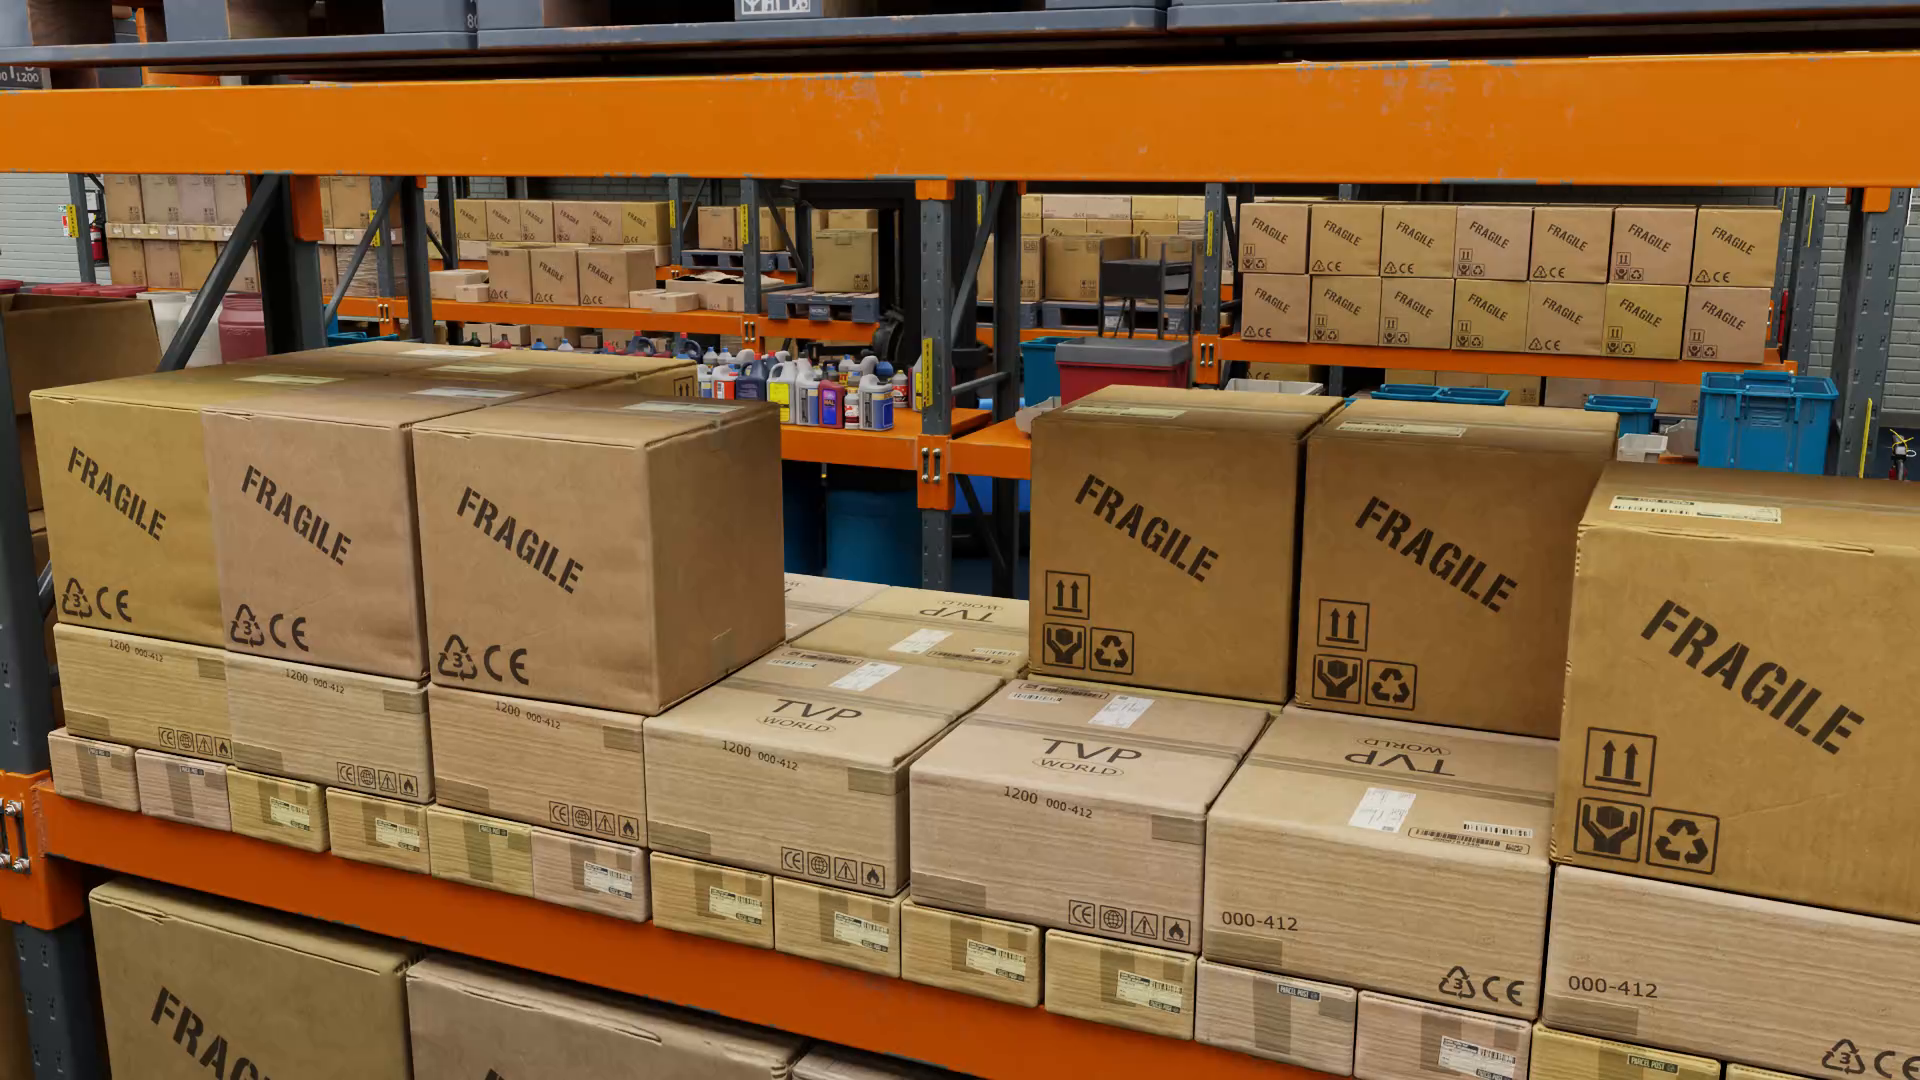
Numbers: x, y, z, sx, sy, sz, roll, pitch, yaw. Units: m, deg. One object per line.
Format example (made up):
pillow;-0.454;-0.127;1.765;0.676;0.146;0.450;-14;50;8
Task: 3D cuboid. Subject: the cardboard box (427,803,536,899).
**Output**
cardboard box;-0.846;0.560;3.351;0.250;0.149;0.380;6;14;22

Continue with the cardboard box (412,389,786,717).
cardboard box;-0.679;0.000;3.223;0.500;0.500;0.500;5;14;21

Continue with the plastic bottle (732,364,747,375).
plastic bottle;-1.185;-0.804;8.897;0.097;0.271;0.097;0;13;0

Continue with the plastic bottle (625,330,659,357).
plastic bottle;-1.873;-1.058;9.806;0.185;0.351;0.144;6;14;23

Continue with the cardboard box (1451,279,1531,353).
cardboard box;3.825;-1.628;11.908;0.500;0.500;0.500;6;14;22

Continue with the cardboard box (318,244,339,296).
cardboard box;-6.130;-2.700;16.476;0.500;0.500;0.700;6;14;23

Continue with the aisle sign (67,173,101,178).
aisle sign;-9.078;-4.142;17.149;0.004;0.787;0.394;6;14;23

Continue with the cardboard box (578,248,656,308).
cardboard box;-3.120;-2.394;15.174;0.500;0.500;0.500;5;14;20

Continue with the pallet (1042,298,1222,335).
pallet;1.391;-1.827;13.395;1.213;0.211;1.003;6;14;23

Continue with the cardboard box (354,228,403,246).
cardboard box;-5.572;-2.909;15.947;0.250;0.149;0.380;6;14;23

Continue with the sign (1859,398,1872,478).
sign;3.517;-0.382;6.461;0.005;0.325;0.100;6;14;23

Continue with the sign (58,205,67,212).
sign;-14.094;-5.223;26.208;0.331;0.109;0.001;6;14;23

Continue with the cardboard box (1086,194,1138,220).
cardboard box;1.684;-3.606;18.002;0.500;0.250;0.500;6;14;24

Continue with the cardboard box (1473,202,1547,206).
cardboard box;4.035;-2.226;12.268;0.500;0.500;0.500;6;14;23

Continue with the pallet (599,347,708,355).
pallet;-3.862;-2.296;21.078;1.213;0.211;1.003;6;14;23

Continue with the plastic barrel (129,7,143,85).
plastic barrel;-5.498;-3.111;10.785;0.708;0.901;0.600;6;14;23

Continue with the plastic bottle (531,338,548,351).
plastic bottle;-2.560;-1.095;10.136;0.097;0.271;0.097;0;13;0

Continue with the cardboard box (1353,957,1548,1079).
cardboard box;0.791;0.726;2.645;0.250;0.149;0.380;6;14;23

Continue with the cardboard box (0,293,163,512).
cardboard box;-2.526;-0.349;4.263;0.637;0.503;0.797;5;14;22

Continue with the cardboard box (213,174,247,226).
cardboard box;-7.022;-3.423;16.719;0.500;0.500;0.700;6;14;23

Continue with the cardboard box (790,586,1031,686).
cardboard box;-0.026;0.301;3.581;0.500;0.250;0.500;5;14;22

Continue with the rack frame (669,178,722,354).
rack frame;-3.234;-3.599;20.526;0.127;3.000;1.000;6;14;23

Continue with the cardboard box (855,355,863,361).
cardboard box;-0.576;-1.514;14.510;0.500;0.250;0.500;6;15;25

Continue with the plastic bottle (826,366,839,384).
plastic bottle;-0.720;-0.874;9.350;0.097;0.201;0.097;0;13;0

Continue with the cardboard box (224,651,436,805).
cardboard box;-1.162;0.318;3.509;0.500;0.250;0.500;6;14;23

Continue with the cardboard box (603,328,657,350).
cardboard box;-4.199;-2.684;21.135;0.500;0.500;0.500;5;14;19

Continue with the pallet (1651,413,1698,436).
pallet;6.975;-1.189;16.359;1.213;0.211;1.003;6;14;23

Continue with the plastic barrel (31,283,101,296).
plastic barrel;-5.790;-1.394;10.831;0.433;0.535;0.433;0;13;0

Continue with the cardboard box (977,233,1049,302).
cardboard box;0.437;-2.227;13.543;0.500;0.500;0.700;2;13;9

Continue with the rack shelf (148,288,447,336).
rack shelf;-7.065;-2.399;16.986;4.000;0.370;1.077;6;14;23

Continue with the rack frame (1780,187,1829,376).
rack frame;5.735;-1.454;11.384;0.127;3.000;1.000;6;14;23

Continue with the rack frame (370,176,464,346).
rack frame;-5.237;-2.564;16.115;0.127;3.000;1.000;6;14;23

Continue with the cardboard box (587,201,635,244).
cardboard box;-4.250;-3.925;20.558;0.500;0.500;0.500;6;14;23

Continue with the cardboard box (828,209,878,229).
cardboard box;-1.159;-3.644;19.535;0.500;0.500;0.700;6;14;23

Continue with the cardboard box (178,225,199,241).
cardboard box;-7.678;-3.122;16.855;0.250;0.149;0.380;5;14;21

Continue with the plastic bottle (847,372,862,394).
plastic bottle;-0.569;-0.821;9.124;0.097;0.201;0.097;0;13;0

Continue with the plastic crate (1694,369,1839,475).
plastic crate;3.343;-0.458;6.931;0.499;0.435;0.616;6;14;23

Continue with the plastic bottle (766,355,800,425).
plastic bottle;-0.905;-0.782;8.630;0.185;0.351;0.144;6;14;23

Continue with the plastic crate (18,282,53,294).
plastic crate;-6.680;-1.580;11.782;0.583;0.464;0.402;6;14;23

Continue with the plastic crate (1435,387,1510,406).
plastic crate;2.429;-0.581;7.898;0.300;0.233;0.416;6;14;23

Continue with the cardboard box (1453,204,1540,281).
cardboard box;3.809;-2.114;11.790;0.500;0.500;0.500;6;15;25

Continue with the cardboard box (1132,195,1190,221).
cardboard box;2.154;-3.560;17.807;0.500;0.250;0.500;5;14;22

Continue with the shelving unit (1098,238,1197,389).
shelving unit;1.250;-0.968;11.283;0.503;2.100;0.431;11;17;39

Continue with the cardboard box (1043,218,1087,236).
cardboard box;1.239;-3.283;18.267;0.500;0.500;0.500;6;15;25

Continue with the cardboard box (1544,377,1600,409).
cardboard box;6.140;-1.613;16.614;0.500;0.500;0.700;5;14;21

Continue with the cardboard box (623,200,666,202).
cardboard box;-4.050;-4.037;21.034;0.500;0.500;0.500;6;14;23

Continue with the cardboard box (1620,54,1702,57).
cardboard box;4.704;-3.125;11.173;0.500;0.250;0.500;6;14;23

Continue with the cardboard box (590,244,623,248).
cardboard box;-4.242;-3.564;20.662;0.500;0.250;0.500;6;14;23

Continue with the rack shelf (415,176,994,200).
rack shelf;-1.761;-2.085;9.081;4.000;0.370;1.077;6;14;23

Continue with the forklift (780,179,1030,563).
forklift;-0.665;-1.391;11.265;3.031;2.935;1.130;-3;13;-11
